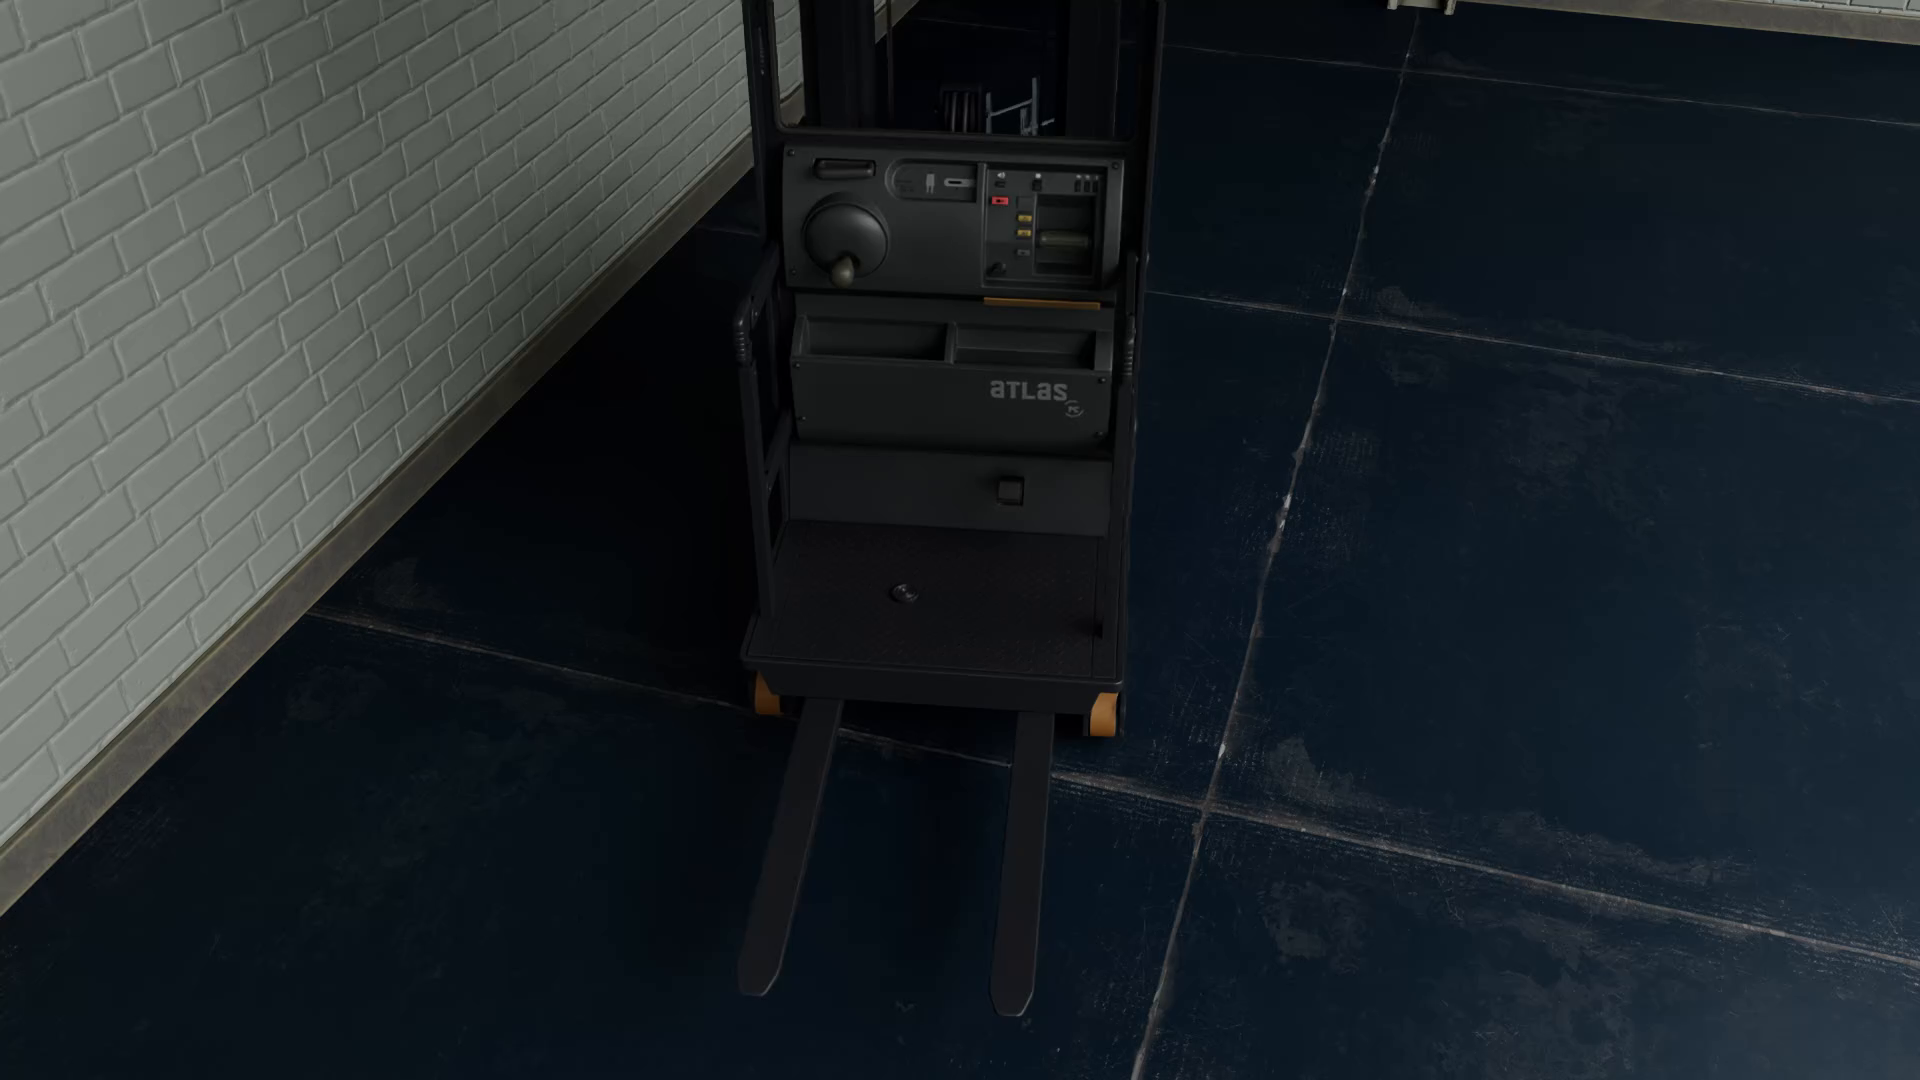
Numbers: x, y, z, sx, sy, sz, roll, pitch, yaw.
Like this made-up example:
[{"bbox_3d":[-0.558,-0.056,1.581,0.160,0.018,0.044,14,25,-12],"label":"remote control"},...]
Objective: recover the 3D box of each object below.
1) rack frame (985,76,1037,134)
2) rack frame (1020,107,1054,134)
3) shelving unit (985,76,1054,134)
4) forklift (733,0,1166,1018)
[{"bbox_3d":[0.192,-1.139,6.282,0.240,1.200,0.006,-27,44,-31],"label":"rack frame"},{"bbox_3d":[0.310,-1.057,6.169,0.240,1.200,0.006,-27,44,-31],"label":"rack frame"},{"bbox_3d":[0.251,-1.098,6.225,0.258,1.200,0.189,-27,44,-31],"label":"shelving unit"},{"bbox_3d":[-0.042,-0.805,4.371,1.130,2.935,3.031,3,36,4],"label":"forklift"}]
